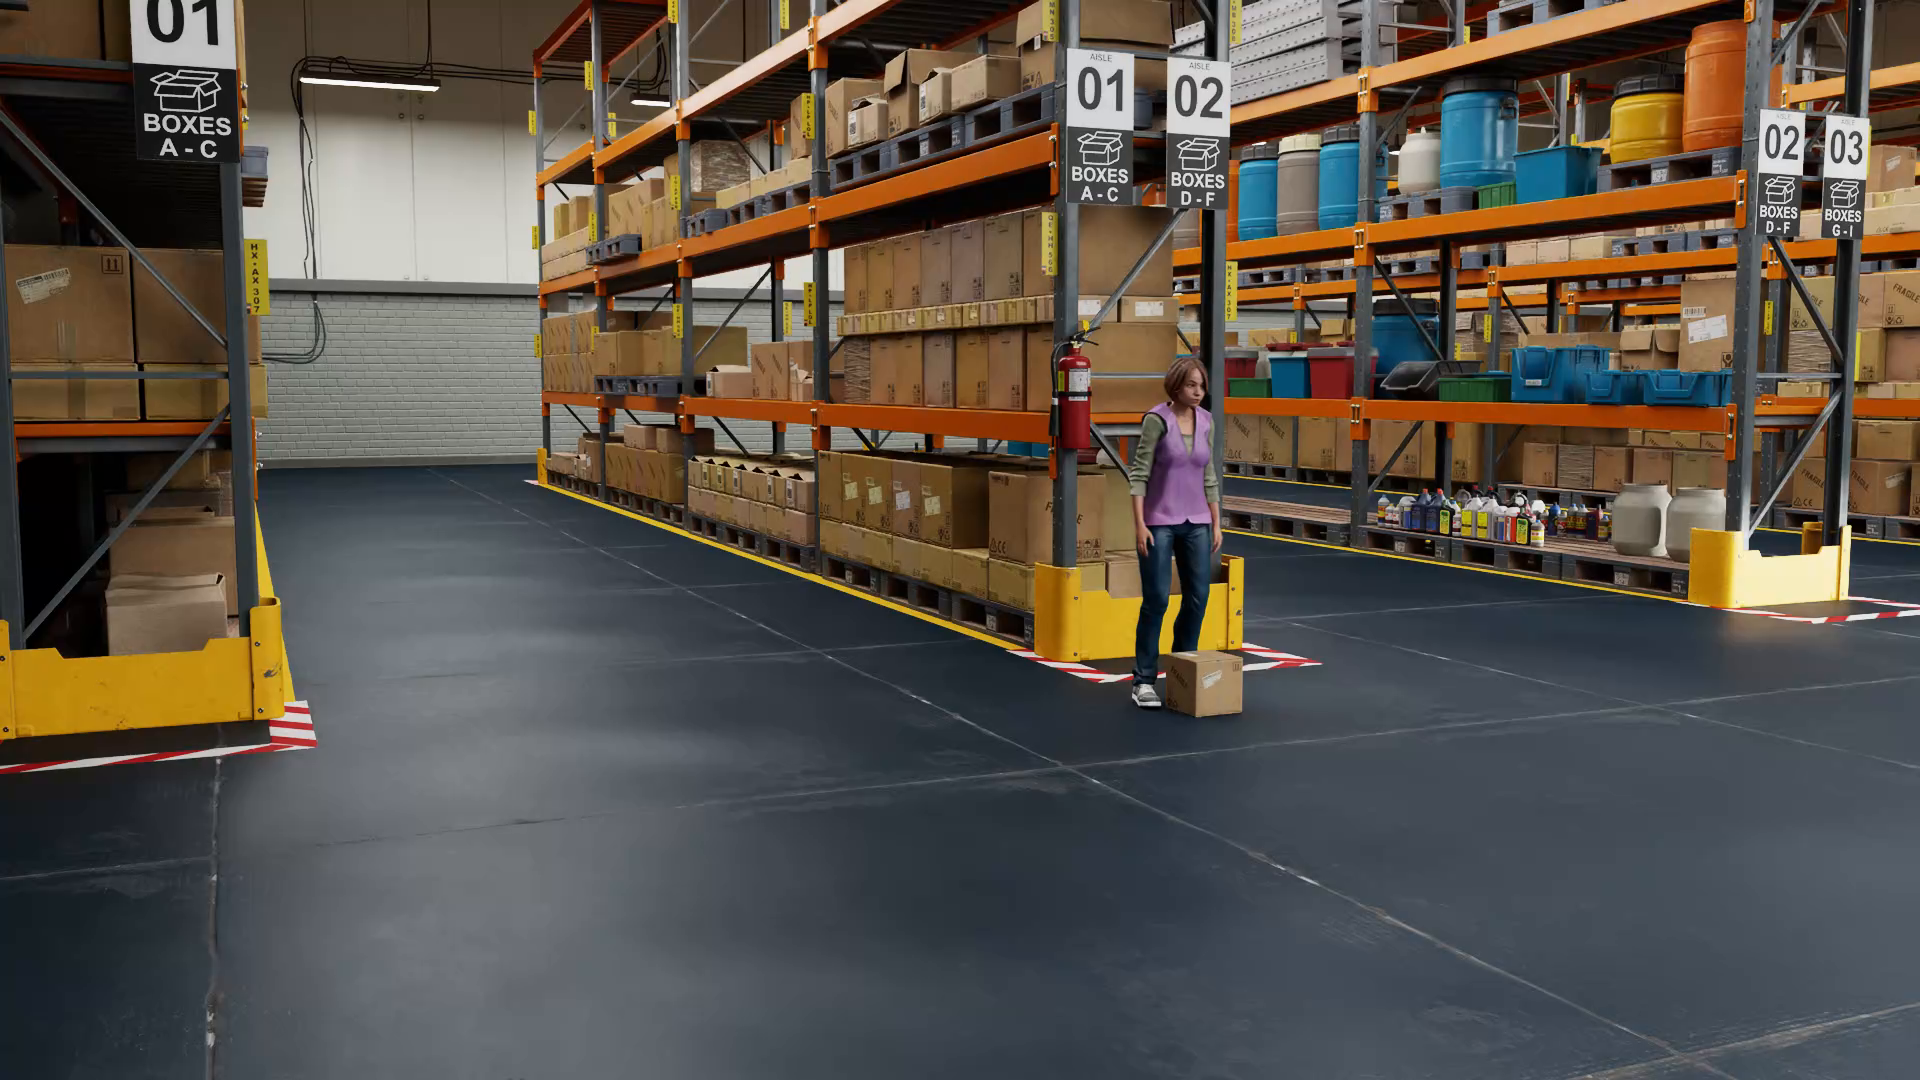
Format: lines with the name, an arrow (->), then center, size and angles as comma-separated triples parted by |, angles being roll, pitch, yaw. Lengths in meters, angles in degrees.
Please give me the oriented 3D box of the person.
person -> 0.995, -0.043, 7.660 | 0.460, 1.592, 0.343 | -2, 6, -23
